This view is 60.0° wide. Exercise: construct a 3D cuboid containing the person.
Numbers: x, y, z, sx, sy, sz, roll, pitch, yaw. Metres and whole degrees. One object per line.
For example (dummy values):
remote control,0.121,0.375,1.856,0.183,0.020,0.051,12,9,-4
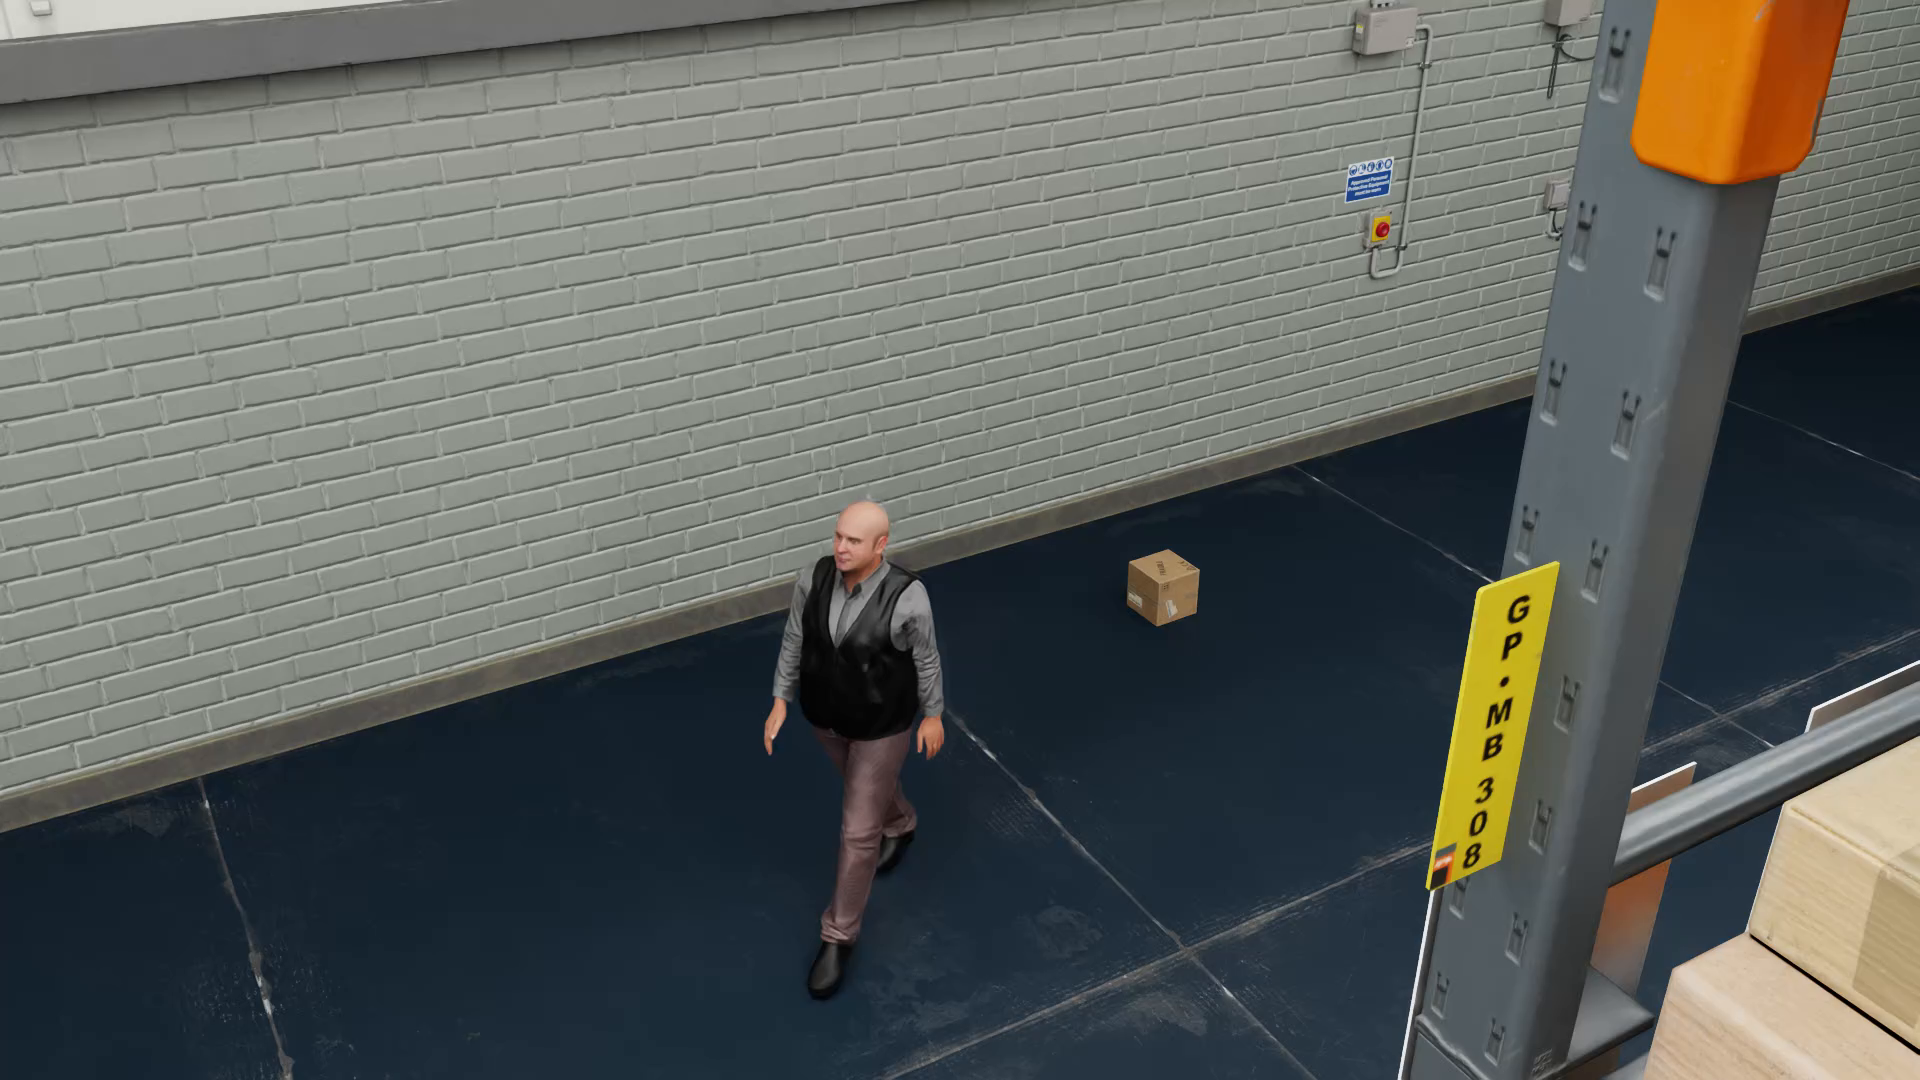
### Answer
person,-0.414,0.657,5.929,0.568,1.667,0.972,16,32,26
